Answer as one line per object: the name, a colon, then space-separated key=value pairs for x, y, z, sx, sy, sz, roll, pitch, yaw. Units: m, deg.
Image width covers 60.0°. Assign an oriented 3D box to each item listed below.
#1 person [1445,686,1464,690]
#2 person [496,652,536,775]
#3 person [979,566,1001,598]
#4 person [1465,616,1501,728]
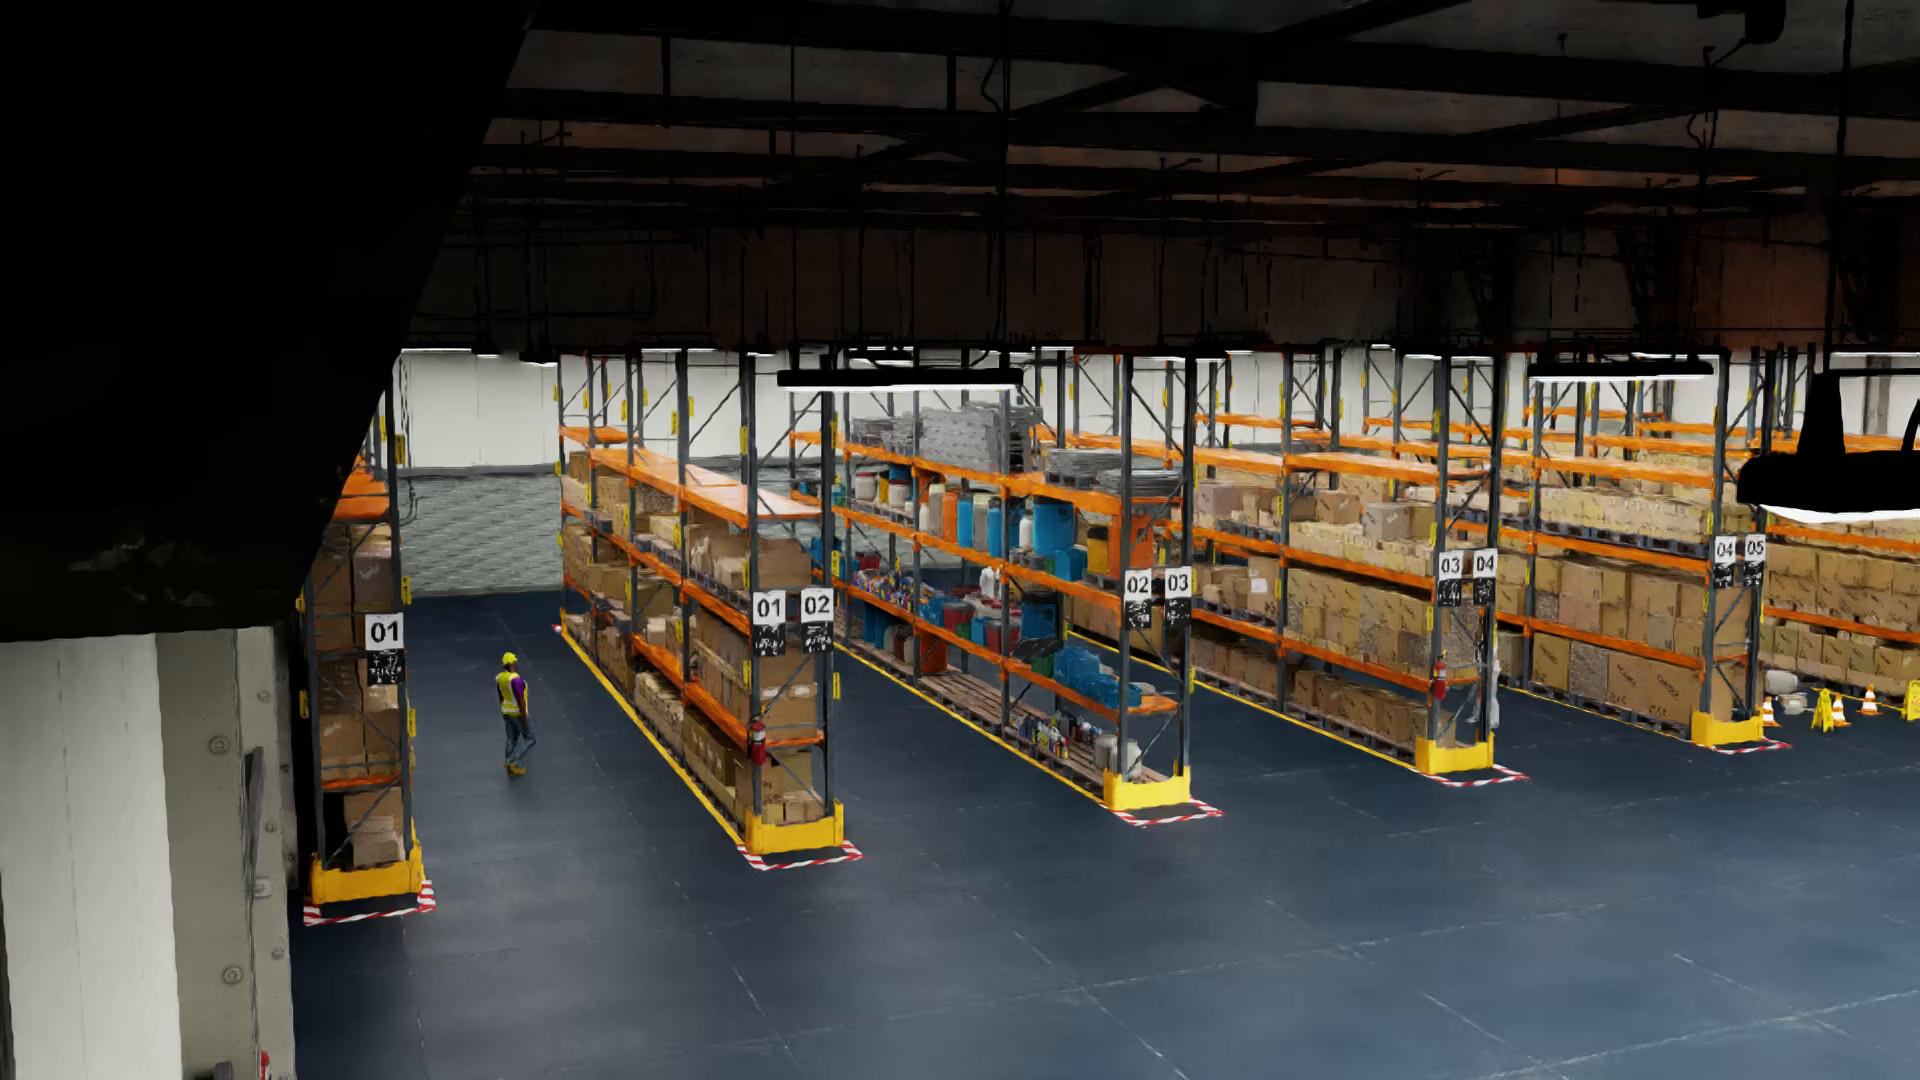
person: x=8.733 y=1.835 z=29.146 sx=0.639 sy=1.632 sz=0.506 roll=-3 pitch=8 yaw=-23
person: x=-6.321 y=2.468 z=23.572 sx=0.610 sy=1.763 sz=0.456 roll=6 pitch=10 yaw=41
person: x=0.688 y=1.145 z=34.086 sx=0.598 sy=1.698 sz=1.194 roll=-3 pitch=8 yaw=-19
person: x=8.333 y=2.095 z=26.461 sx=0.504 sy=1.759 sz=0.588 roll=1 pitch=7 yaw=9
